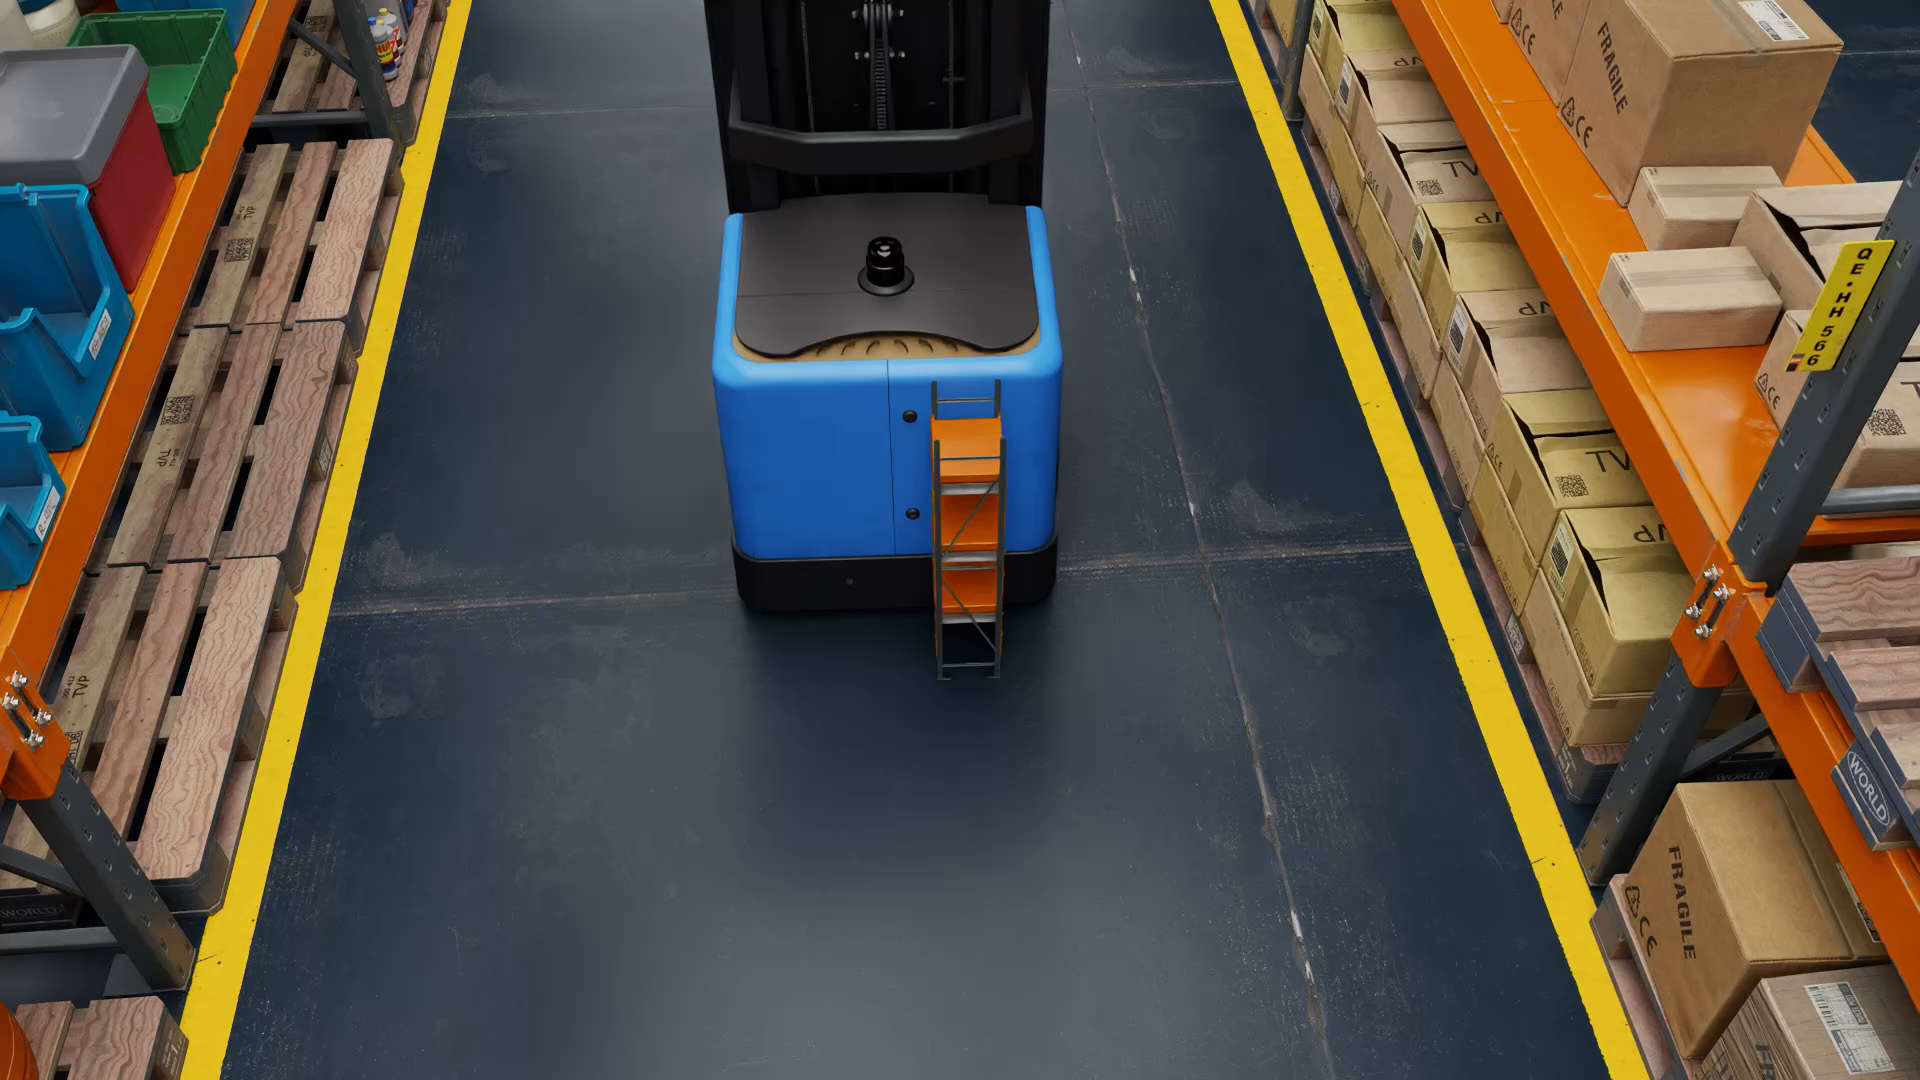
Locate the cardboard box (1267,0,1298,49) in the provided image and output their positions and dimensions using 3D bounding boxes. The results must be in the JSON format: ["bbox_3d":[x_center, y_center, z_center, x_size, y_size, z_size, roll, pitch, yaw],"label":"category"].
[{"bbox_3d":[1.717,-2.516,7.672,0.500,0.250,0.500,-3,47,-3],"label":"cardboard box"}]

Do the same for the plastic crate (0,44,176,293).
[{"bbox_3d":[-2.458,-1.013,4.599,0.402,0.464,0.583,-3,47,-3],"label":"plastic crate"}]

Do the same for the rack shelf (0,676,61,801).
[{"bbox_3d":[-2.461,1.891,2.388,1.077,0.370,4.000,-3,47,-3],"label":"rack shelf"}]

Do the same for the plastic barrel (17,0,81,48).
[{"bbox_3d":[-3.005,-1.682,5.373,0.301,0.262,0.301,0,47,0],"label":"plastic barrel"}]

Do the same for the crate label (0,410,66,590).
[{"bbox_3d":[-2.290,-0.073,3.868,0.303,0.233,0.416,-3,47,-3],"label":"crate label"}]

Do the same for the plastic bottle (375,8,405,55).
[{"bbox_3d":[-2.570,-2.290,7.478,0.097,0.201,0.097,0,47,0],"label":"plastic bottle"}]

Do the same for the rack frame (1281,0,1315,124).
[{"bbox_3d":[1.973,-2.995,6.521,1.000,3.000,0.127,-3,47,-3],"label":"rack frame"}]

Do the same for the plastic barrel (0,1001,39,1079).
[{"bbox_3d":[-2.570,1.152,3.799,0.600,0.830,0.708,-3,47,-3],"label":"plastic barrel"}]

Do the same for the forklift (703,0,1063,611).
[{"bbox_3d":[-0.270,-1.836,5.471,1.130,2.935,3.031,-2,47,-2],"label":"forklift"}]

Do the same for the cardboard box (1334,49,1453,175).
[{"bbox_3d":[1.796,-1.710,6.522,0.500,0.311,0.500,-4,47,-4],"label":"cardboard box"}]

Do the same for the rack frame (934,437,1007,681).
[{"bbox_3d":[0.028,0.085,4.946,0.200,1.050,0.008,-2,47,-2],"label":"rack frame"}]

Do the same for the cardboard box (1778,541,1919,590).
[{"bbox_3d":[2.557,0.110,4.798,0.500,0.311,0.500,-2,47,-2],"label":"cardboard box"}]

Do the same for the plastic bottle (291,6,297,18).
[{"bbox_3d":[-3.175,-2.526,7.649,0.152,0.276,0.135,-3,47,-3],"label":"plastic bottle"}]

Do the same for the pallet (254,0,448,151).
[{"bbox_3d":[-2.978,-2.227,7.713,1.003,0.211,1.213,-3,47,-3],"label":"pallet"}]

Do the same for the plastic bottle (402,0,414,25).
[{"bbox_3d":[-2.617,-2.547,7.617,0.144,0.351,0.185,-2,47,-2],"label":"plastic bottle"}]

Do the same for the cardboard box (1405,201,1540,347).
[{"bbox_3d":[1.890,-0.961,5.812,0.500,0.311,0.500,-2,47,-2],"label":"cardboard box"}]

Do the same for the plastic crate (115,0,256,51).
[{"bbox_3d":[-2.561,-1.912,5.506,0.392,0.384,0.575,-3,47,-3],"label":"plastic crate"}]

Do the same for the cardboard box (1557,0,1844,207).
[{"bbox_3d":[2.151,-1.349,4.893,0.500,0.500,0.500,-6,47,-5],"label":"cardboard box"}]

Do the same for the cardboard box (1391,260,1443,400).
[{"bbox_3d":[1.889,-0.775,6.022,0.500,0.250,0.500,-3,47,-3],"label":"cardboard box"}]

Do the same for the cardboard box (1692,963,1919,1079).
[{"bbox_3d":[2.111,1.332,3.841,0.500,0.500,0.500,-5,47,-5],"label":"cardboard box"}]

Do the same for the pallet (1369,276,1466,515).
[{"bbox_3d":[2.179,-0.621,6.193,1.003,0.211,1.213,-3,47,-3],"label":"pallet"}]

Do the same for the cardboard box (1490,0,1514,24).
[{"bbox_3d":[2.065,-2.092,5.596,0.500,0.500,0.500,0,47,0],"label":"cardboard box"}]

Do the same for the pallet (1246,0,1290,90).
[{"bbox_3d":[1.948,-2.614,8.081,1.003,0.211,1.213,-3,47,-3],"label":"pallet"}]

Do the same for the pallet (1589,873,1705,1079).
[{"bbox_3d":[2.333,1.400,4.279,1.003,0.211,1.213,-3,47,-3],"label":"pallet"}]

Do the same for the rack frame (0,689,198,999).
[{"bbox_3d":[-2.628,0.197,3.497,1.000,3.000,0.127,-3,47,-3],"label":"rack frame"}]

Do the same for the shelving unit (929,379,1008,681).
[{"bbox_3d":[0.023,-0.004,5.030,0.215,1.050,0.252,-2,47,-2],"label":"shelving unit"}]

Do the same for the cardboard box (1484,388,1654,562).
[{"bbox_3d":[1.969,-0.233,5.123,0.500,0.311,0.500,-4,47,-4],"label":"cardboard box"}]

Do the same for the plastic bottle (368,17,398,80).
[{"bbox_3d":[-2.553,-2.167,7.313,0.097,0.271,0.097,0,47,0],"label":"plastic bottle"}]

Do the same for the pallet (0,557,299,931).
[{"bbox_3d":[-2.654,0.593,5.043,1.003,0.211,1.213,-3,47,-3],"label":"pallet"}]

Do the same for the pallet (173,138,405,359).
[{"bbox_3d":[-2.859,-1.172,6.715,1.003,0.211,1.213,-3,47,-3],"label":"pallet"}]

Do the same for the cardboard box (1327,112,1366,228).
[{"bbox_3d":[1.802,-1.517,6.726,0.500,0.250,0.500,-2,47,-2],"label":"cardboard box"}]

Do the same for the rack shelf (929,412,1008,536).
[{"bbox_3d":[0.023,-0.191,4.832,0.215,0.259,0.240,-2,47,-2],"label":"rack shelf"}]

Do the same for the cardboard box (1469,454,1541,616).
[{"bbox_3d":[1.974,-0.039,5.325,0.500,0.250,0.500,-4,47,-4],"label":"cardboard box"}]

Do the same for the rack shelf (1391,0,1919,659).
[{"bbox_3d":[2.141,-1.301,5.412,1.077,0.370,4.000,-3,47,-3],"label":"rack shelf"}]

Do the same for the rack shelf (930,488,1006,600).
[{"bbox_3d":[0.023,0.004,5.038,0.215,0.259,0.240,-2,47,-2],"label":"rack shelf"}]

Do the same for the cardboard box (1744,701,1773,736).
[{"bbox_3d":[2.557,0.303,5.002,0.500,0.250,0.500,-4,47,-3],"label":"cardboard box"}]

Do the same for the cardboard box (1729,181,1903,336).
[{"bbox_3d":[2.426,-0.730,4.436,0.500,0.311,0.500,-4,47,-4],"label":"cardboard box"}]
